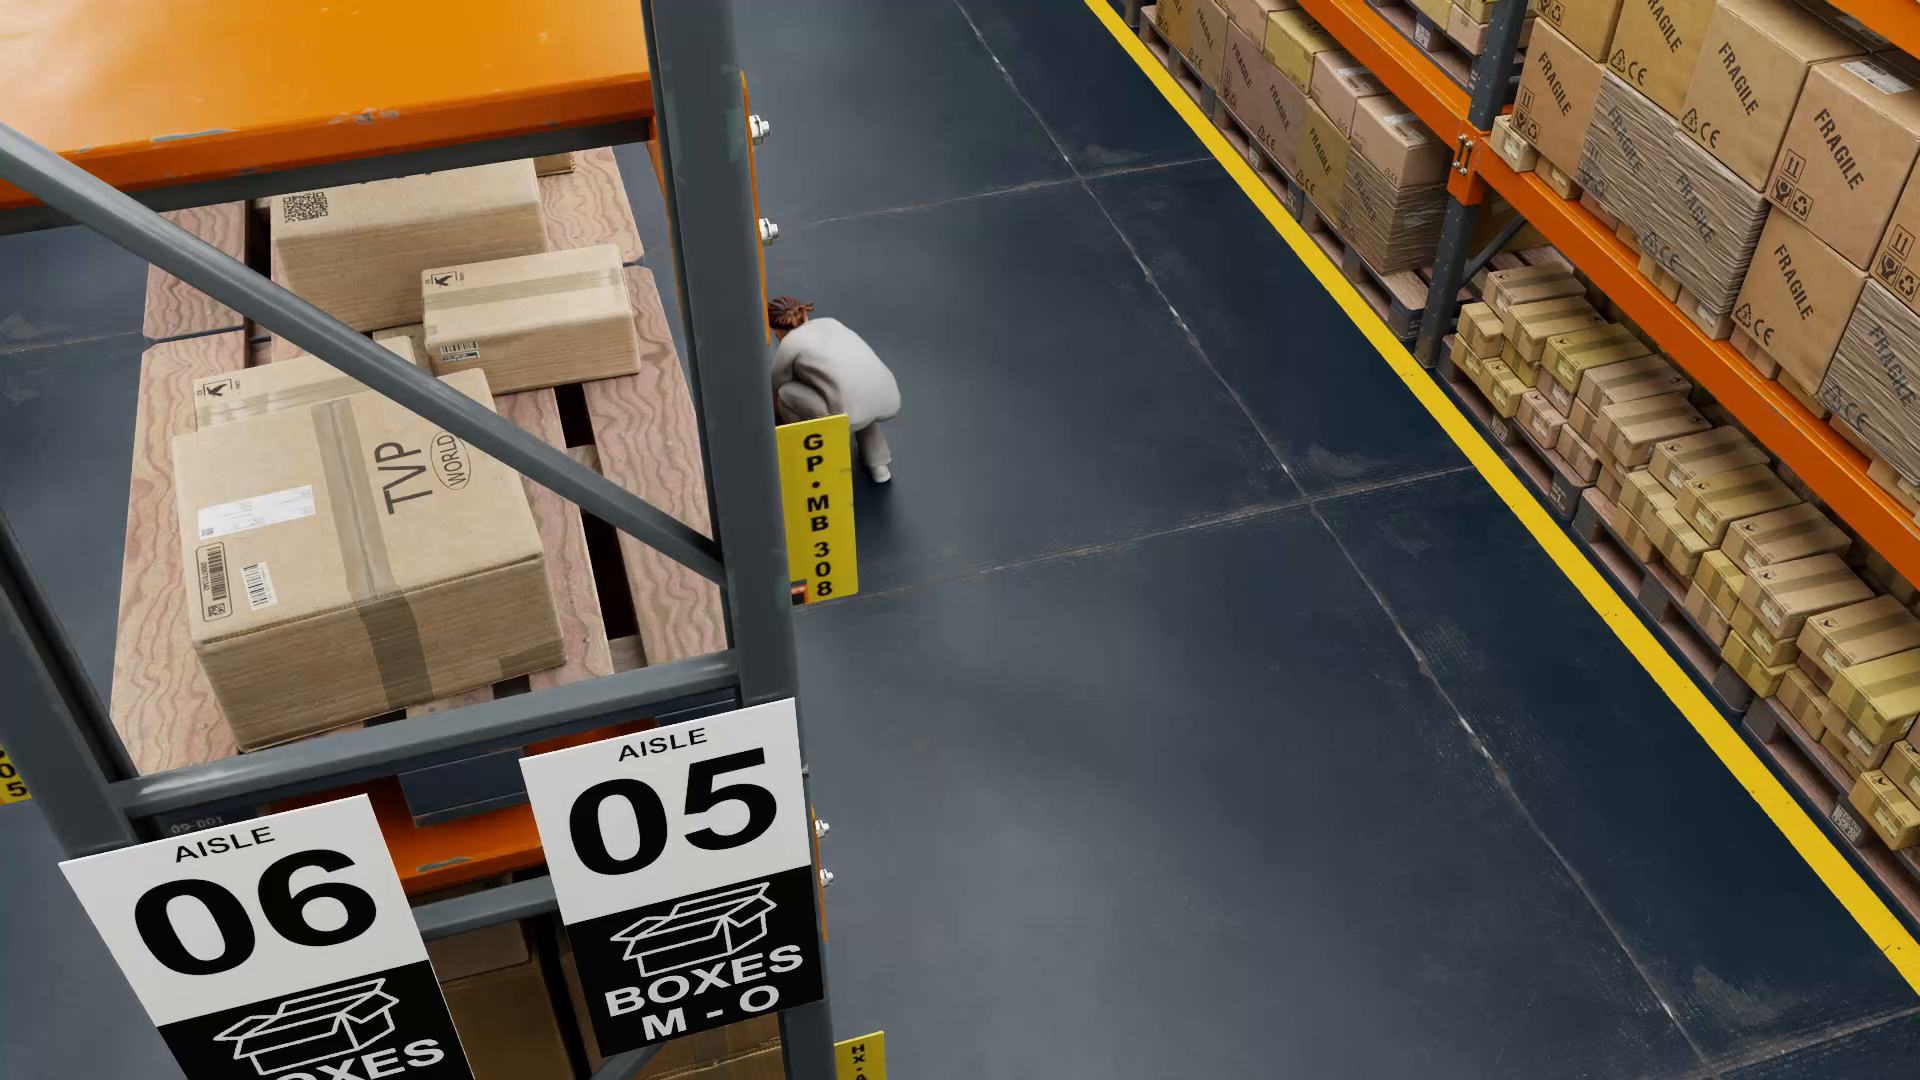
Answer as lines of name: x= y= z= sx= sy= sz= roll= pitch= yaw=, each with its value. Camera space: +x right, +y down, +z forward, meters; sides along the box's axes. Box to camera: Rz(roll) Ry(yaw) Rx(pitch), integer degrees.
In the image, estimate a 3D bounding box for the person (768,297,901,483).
person: x=-0.604 y=-0.672 z=7.601 sx=0.457 sy=0.757 sz=0.876 roll=-23 pitch=47 yaw=-23
